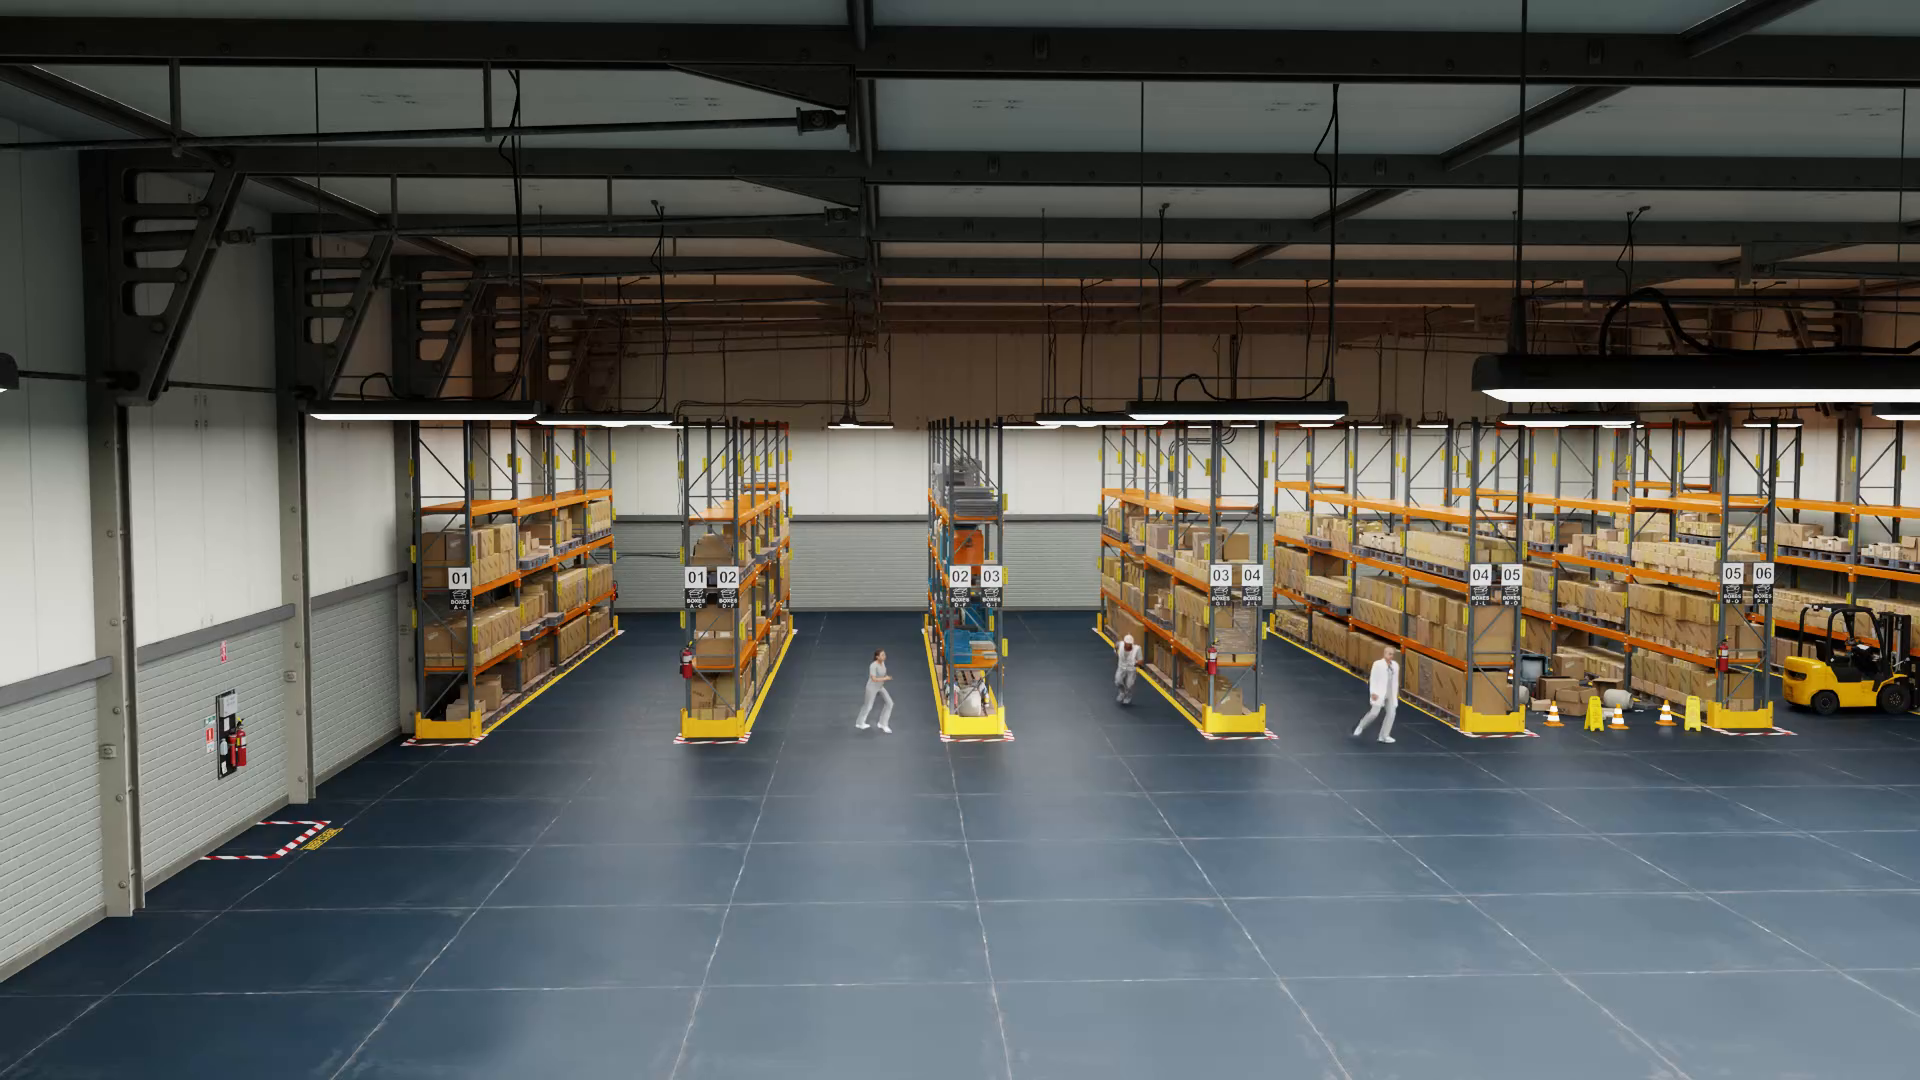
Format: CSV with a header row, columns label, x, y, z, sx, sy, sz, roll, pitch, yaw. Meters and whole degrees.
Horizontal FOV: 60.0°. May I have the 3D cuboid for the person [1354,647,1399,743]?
label,x,y,z,sx,sy,sz,roll,pitch,yaw
person,7.706,2.834,30.665,0.757,1.754,0.663,-1,4,-16

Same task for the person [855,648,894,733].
label,x,y,z,sx,sy,sz,roll,pitch,yaw
person,-1.618,2.846,31.538,0.929,1.615,0.496,3,5,40

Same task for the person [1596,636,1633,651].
label,x,y,z,sx,sy,sz,roll,pitch,yaw
person,17.154,2.006,43.420,0.981,1.709,0.768,3,5,42

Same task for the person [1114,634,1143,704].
label,x,y,z,sx,sy,sz,roll,pitch,yaw
person,3.476,2.687,34.571,0.719,1.525,1.022,1,4,16
